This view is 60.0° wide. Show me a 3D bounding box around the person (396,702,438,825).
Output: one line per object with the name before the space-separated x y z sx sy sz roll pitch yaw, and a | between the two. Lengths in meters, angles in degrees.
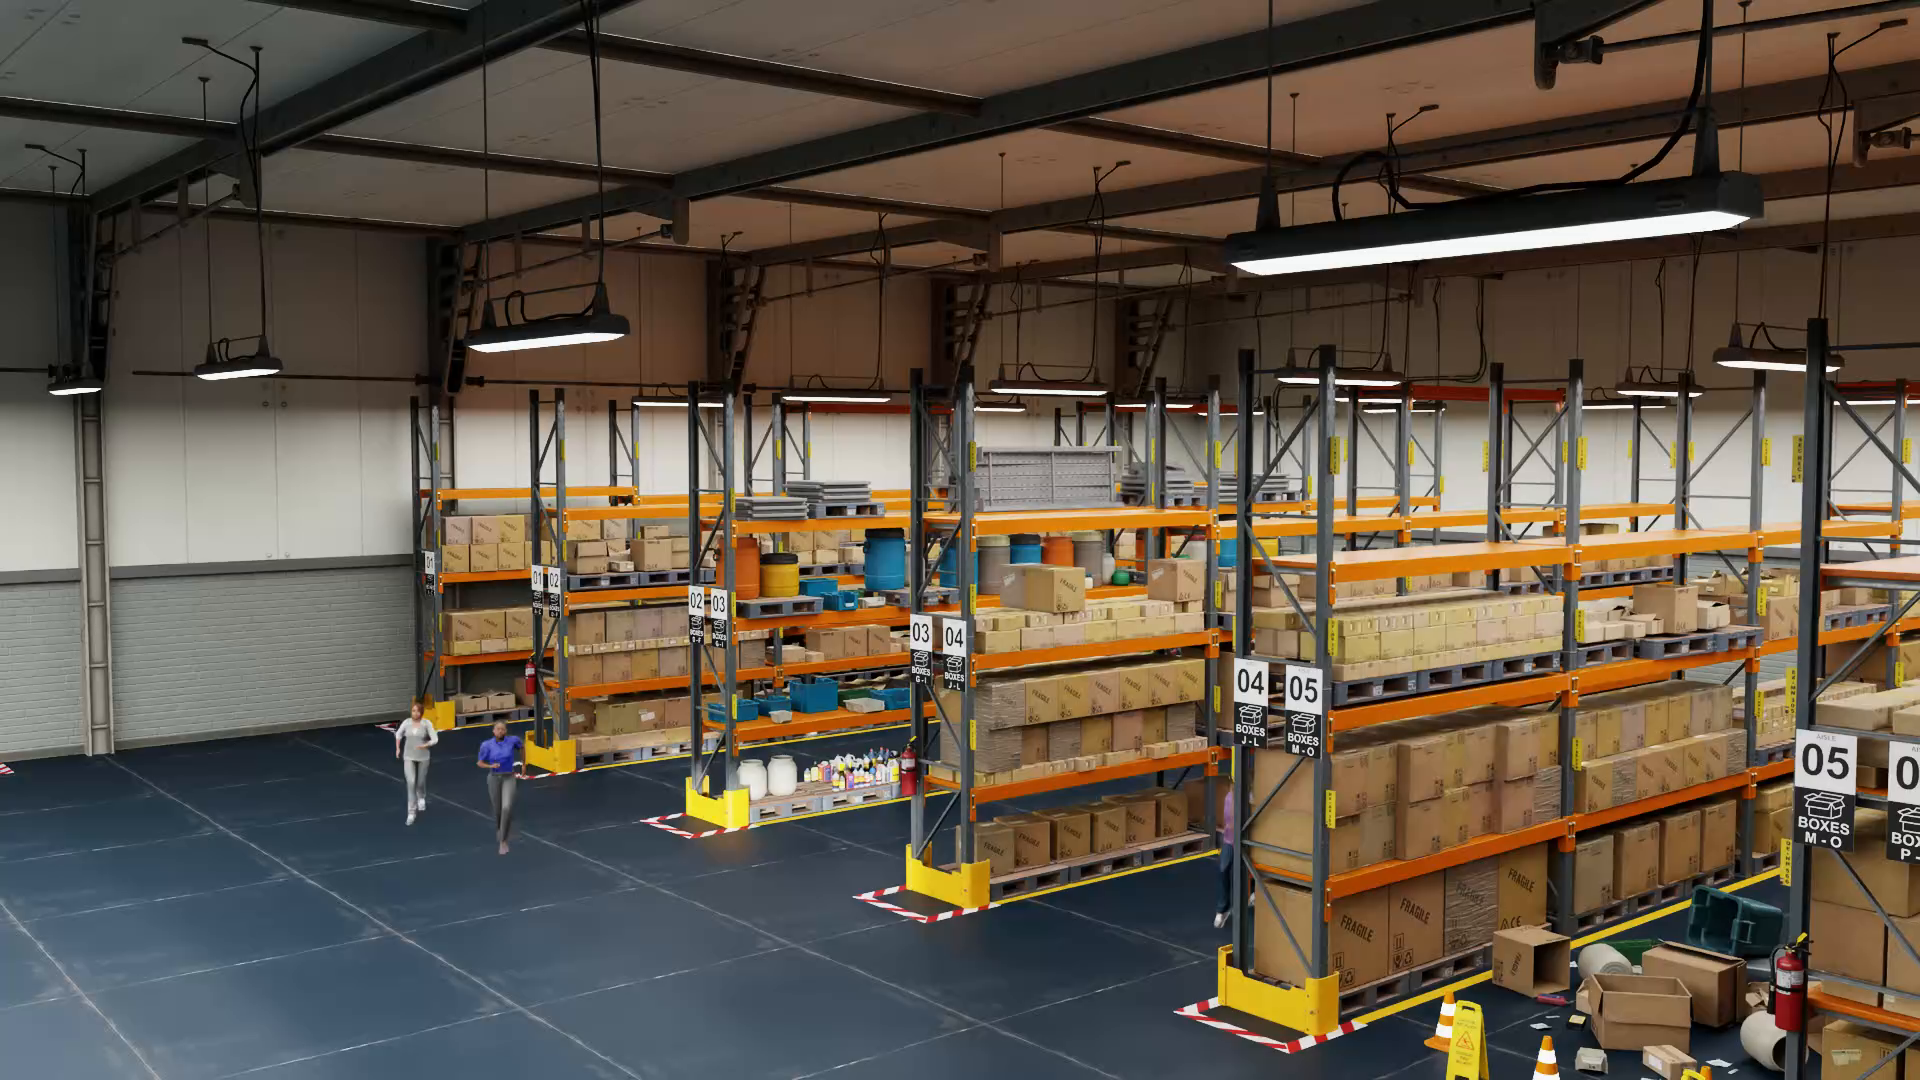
person | -7.443 3.022 22.795 0.557 1.615 0.802 -1 3 -15

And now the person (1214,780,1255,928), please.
person | 3.058 3.363 17.970 0.506 1.539 0.914 2 4 32

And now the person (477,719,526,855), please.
person | -5.828 3.104 21.154 0.599 1.697 0.846 -1 4 -16
